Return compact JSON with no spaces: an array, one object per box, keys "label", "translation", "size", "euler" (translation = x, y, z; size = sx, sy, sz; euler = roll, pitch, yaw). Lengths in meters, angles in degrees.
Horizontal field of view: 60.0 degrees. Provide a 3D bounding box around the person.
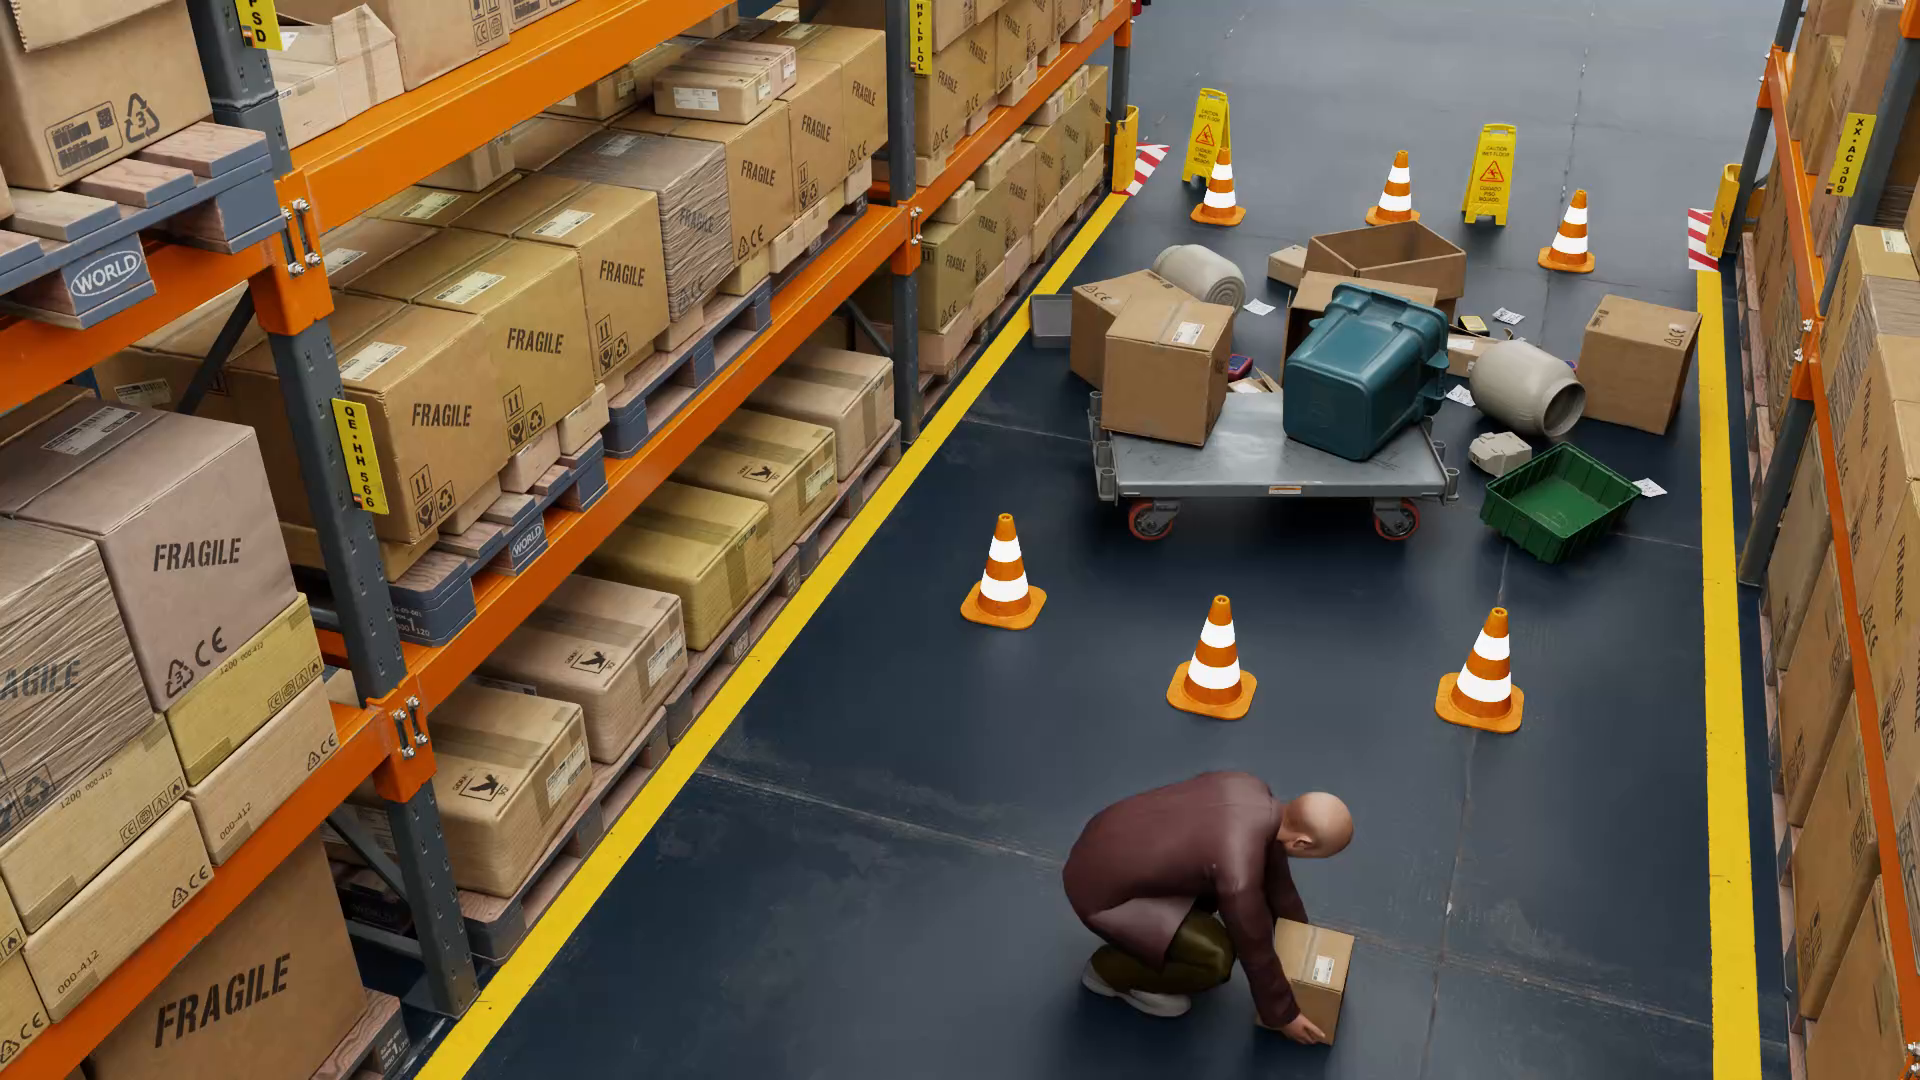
[{"label":"person","translation":[0.777,1.134,5.320],"size":[0.905,0.867,0.589],"euler":[11,34,16]}]
